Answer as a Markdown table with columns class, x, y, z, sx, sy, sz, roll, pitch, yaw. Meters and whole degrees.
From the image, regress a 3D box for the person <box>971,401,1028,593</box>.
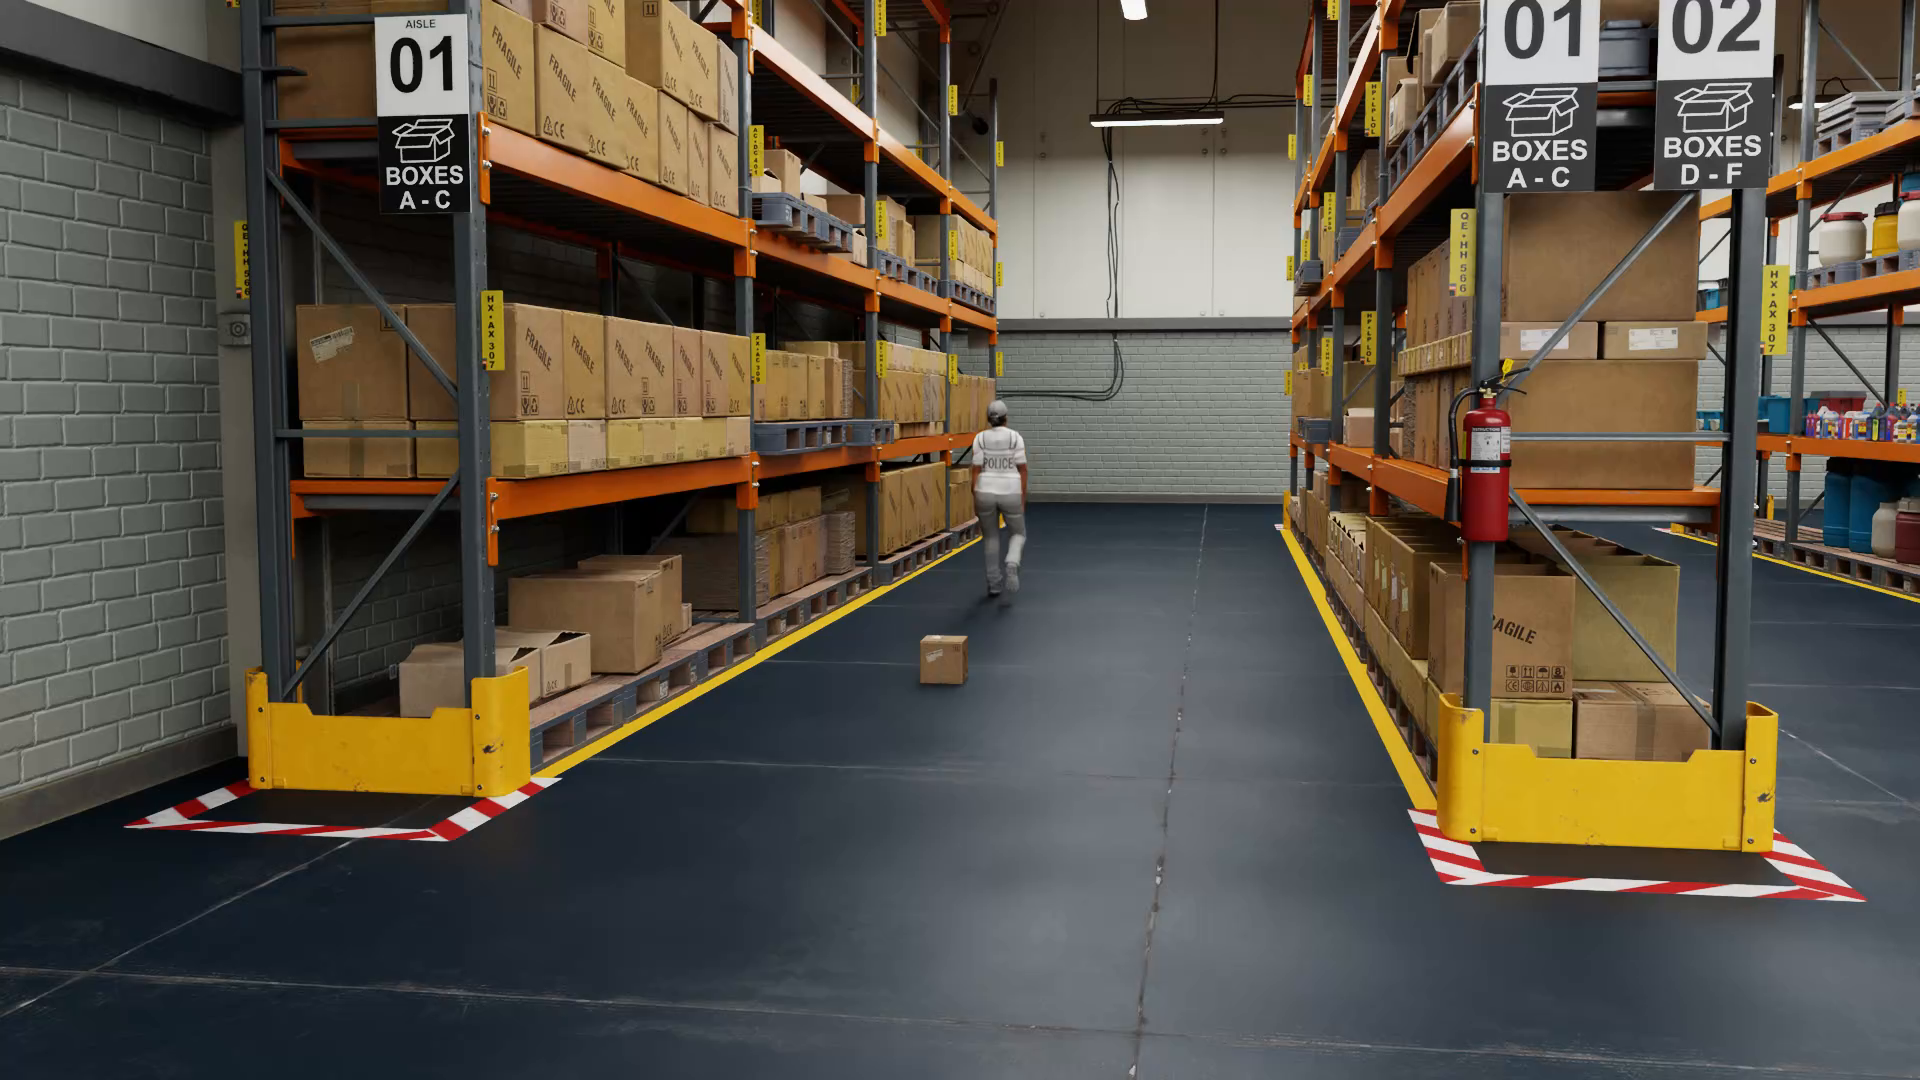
| class | x | y | z | sx | sy | sz | roll | pitch | yaw |
| --- | --- | --- | --- | --- | --- | --- | --- | --- | --- |
| person | 0.333 | -0.358 | 14.130 | 0.486 | 1.648 | 0.547 | 1 | 5 | 7 |
